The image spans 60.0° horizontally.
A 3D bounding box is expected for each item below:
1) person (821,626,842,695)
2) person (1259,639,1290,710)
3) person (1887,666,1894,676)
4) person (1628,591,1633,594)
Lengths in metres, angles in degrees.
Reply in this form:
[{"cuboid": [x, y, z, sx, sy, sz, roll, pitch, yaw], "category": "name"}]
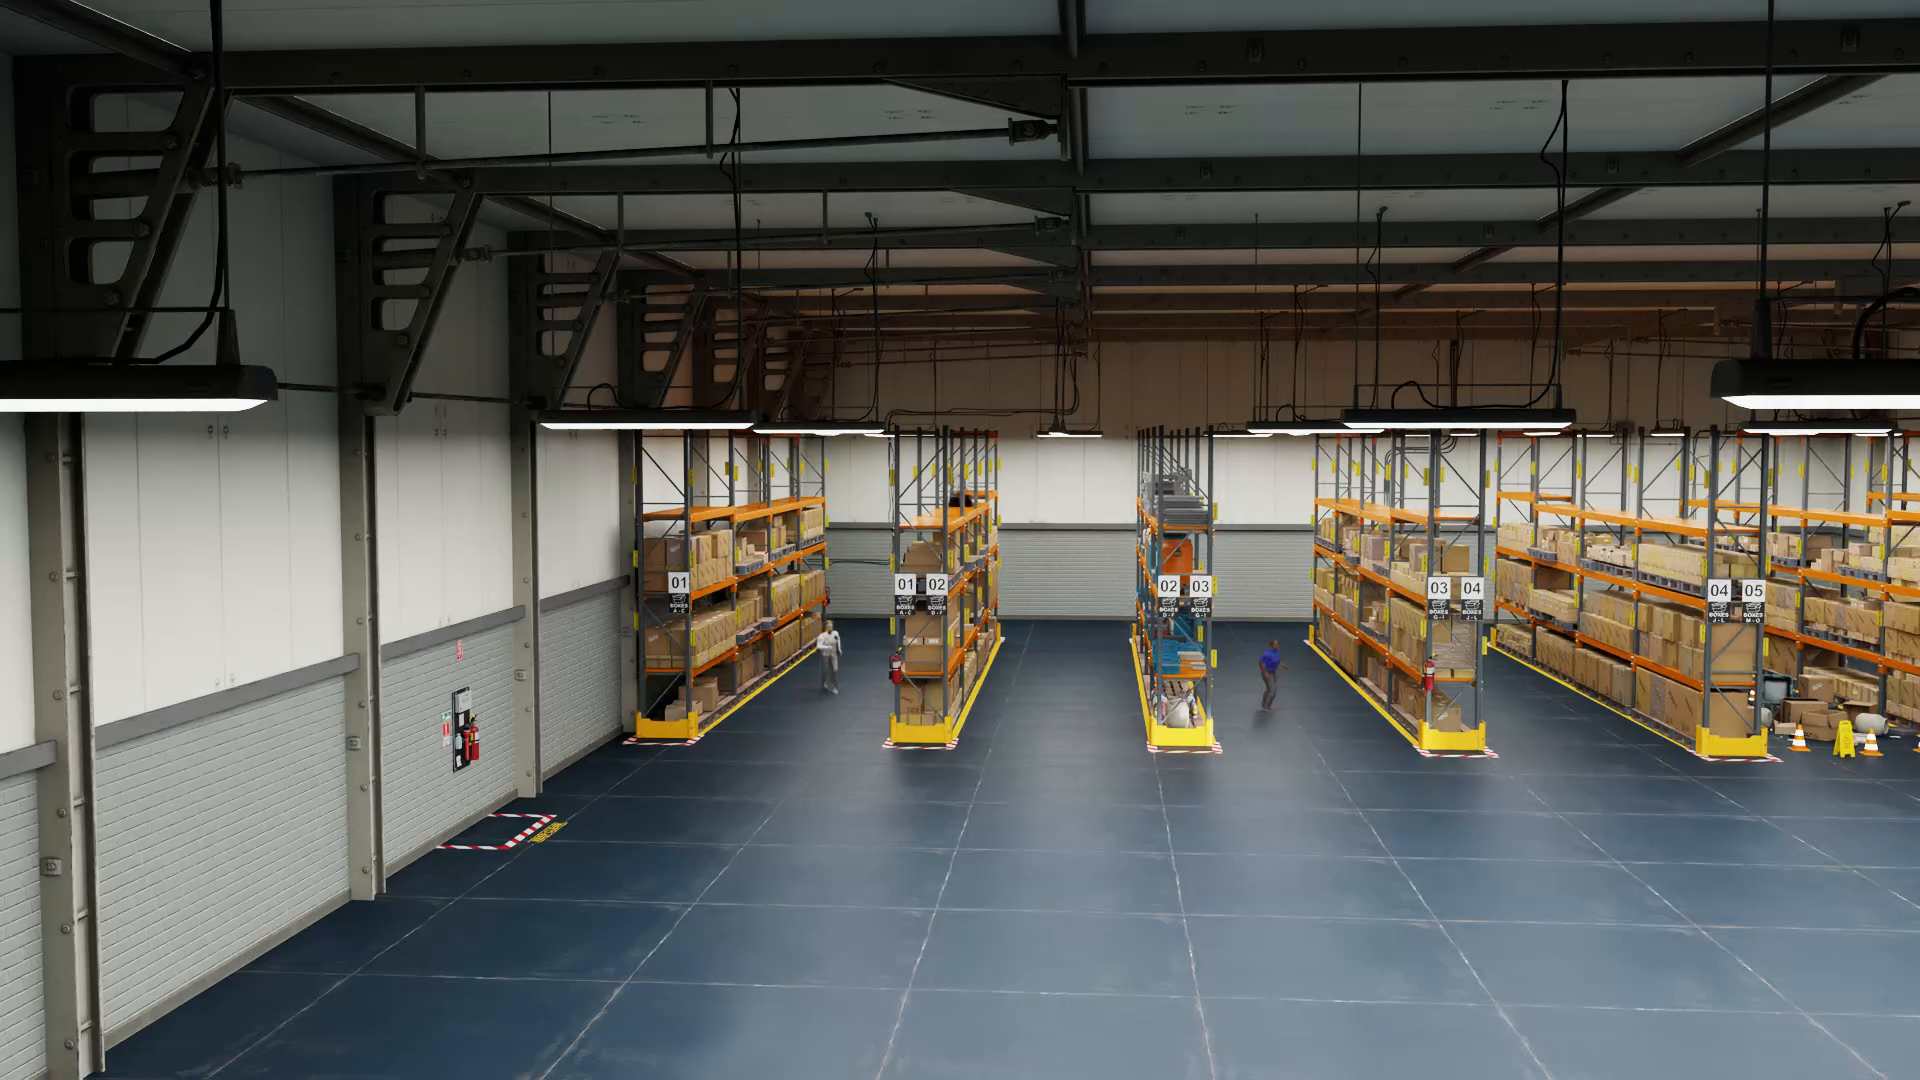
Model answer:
[{"cuboid": [-2.921, 2.651, 37.727, 0.504, 1.633, 0.941, -1, 4, -14], "category": "person"}, {"cuboid": [6.550, 2.810, 34.930, 0.760, 1.486, 0.582, 3, 5, 42], "category": "person"}, {"cuboid": [21.351, 2.593, 37.631, 0.703, 1.814, 0.629, 0, 3, -5], "category": "person"}, {"cuboid": [17.464, 1.898, 43.381, 0.685, 1.137, 0.680, -1, 4, -12], "category": "person"}]
